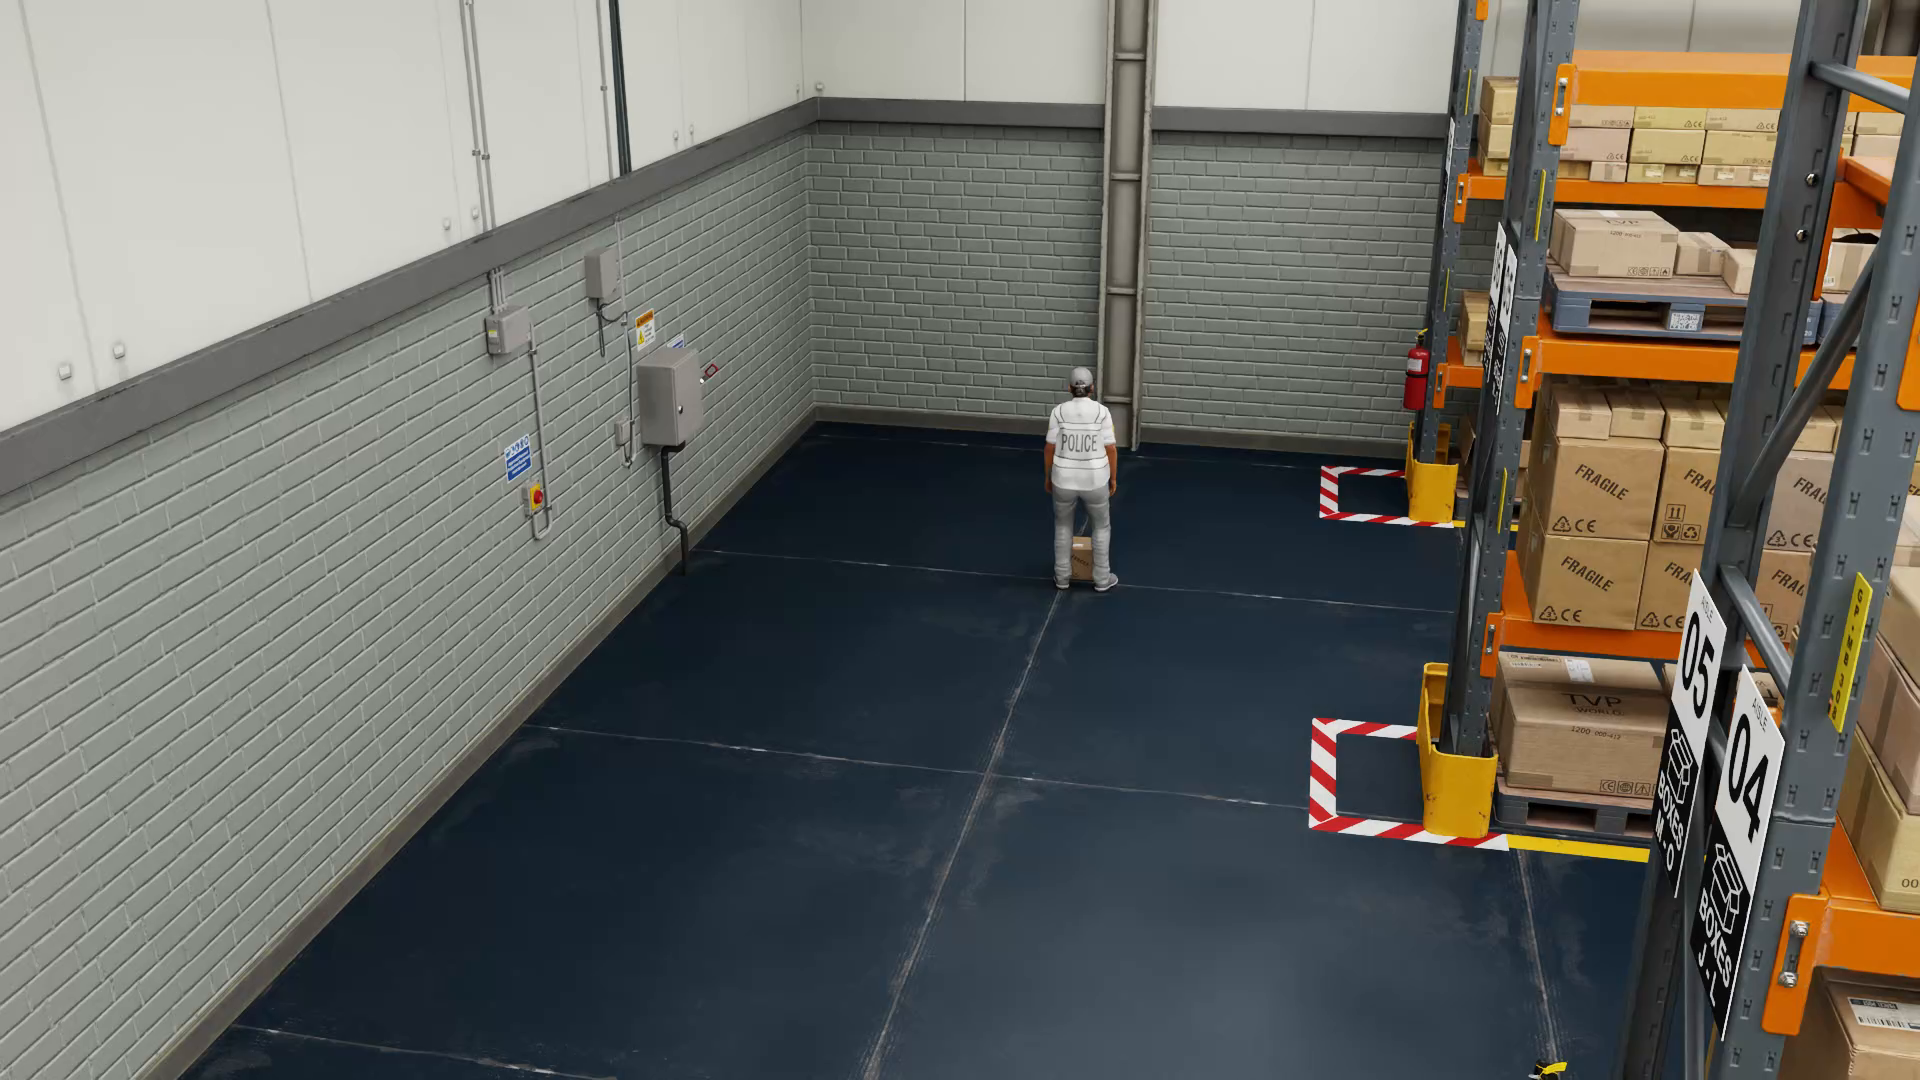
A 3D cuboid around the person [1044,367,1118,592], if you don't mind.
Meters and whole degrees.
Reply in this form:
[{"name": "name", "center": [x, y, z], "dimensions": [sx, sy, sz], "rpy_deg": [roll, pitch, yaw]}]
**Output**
[{"name": "person", "center": [0.897, -0.439, 12.179], "dimensions": [0.563, 1.667, 0.463], "rpy_deg": [3, 22, 8]}]
